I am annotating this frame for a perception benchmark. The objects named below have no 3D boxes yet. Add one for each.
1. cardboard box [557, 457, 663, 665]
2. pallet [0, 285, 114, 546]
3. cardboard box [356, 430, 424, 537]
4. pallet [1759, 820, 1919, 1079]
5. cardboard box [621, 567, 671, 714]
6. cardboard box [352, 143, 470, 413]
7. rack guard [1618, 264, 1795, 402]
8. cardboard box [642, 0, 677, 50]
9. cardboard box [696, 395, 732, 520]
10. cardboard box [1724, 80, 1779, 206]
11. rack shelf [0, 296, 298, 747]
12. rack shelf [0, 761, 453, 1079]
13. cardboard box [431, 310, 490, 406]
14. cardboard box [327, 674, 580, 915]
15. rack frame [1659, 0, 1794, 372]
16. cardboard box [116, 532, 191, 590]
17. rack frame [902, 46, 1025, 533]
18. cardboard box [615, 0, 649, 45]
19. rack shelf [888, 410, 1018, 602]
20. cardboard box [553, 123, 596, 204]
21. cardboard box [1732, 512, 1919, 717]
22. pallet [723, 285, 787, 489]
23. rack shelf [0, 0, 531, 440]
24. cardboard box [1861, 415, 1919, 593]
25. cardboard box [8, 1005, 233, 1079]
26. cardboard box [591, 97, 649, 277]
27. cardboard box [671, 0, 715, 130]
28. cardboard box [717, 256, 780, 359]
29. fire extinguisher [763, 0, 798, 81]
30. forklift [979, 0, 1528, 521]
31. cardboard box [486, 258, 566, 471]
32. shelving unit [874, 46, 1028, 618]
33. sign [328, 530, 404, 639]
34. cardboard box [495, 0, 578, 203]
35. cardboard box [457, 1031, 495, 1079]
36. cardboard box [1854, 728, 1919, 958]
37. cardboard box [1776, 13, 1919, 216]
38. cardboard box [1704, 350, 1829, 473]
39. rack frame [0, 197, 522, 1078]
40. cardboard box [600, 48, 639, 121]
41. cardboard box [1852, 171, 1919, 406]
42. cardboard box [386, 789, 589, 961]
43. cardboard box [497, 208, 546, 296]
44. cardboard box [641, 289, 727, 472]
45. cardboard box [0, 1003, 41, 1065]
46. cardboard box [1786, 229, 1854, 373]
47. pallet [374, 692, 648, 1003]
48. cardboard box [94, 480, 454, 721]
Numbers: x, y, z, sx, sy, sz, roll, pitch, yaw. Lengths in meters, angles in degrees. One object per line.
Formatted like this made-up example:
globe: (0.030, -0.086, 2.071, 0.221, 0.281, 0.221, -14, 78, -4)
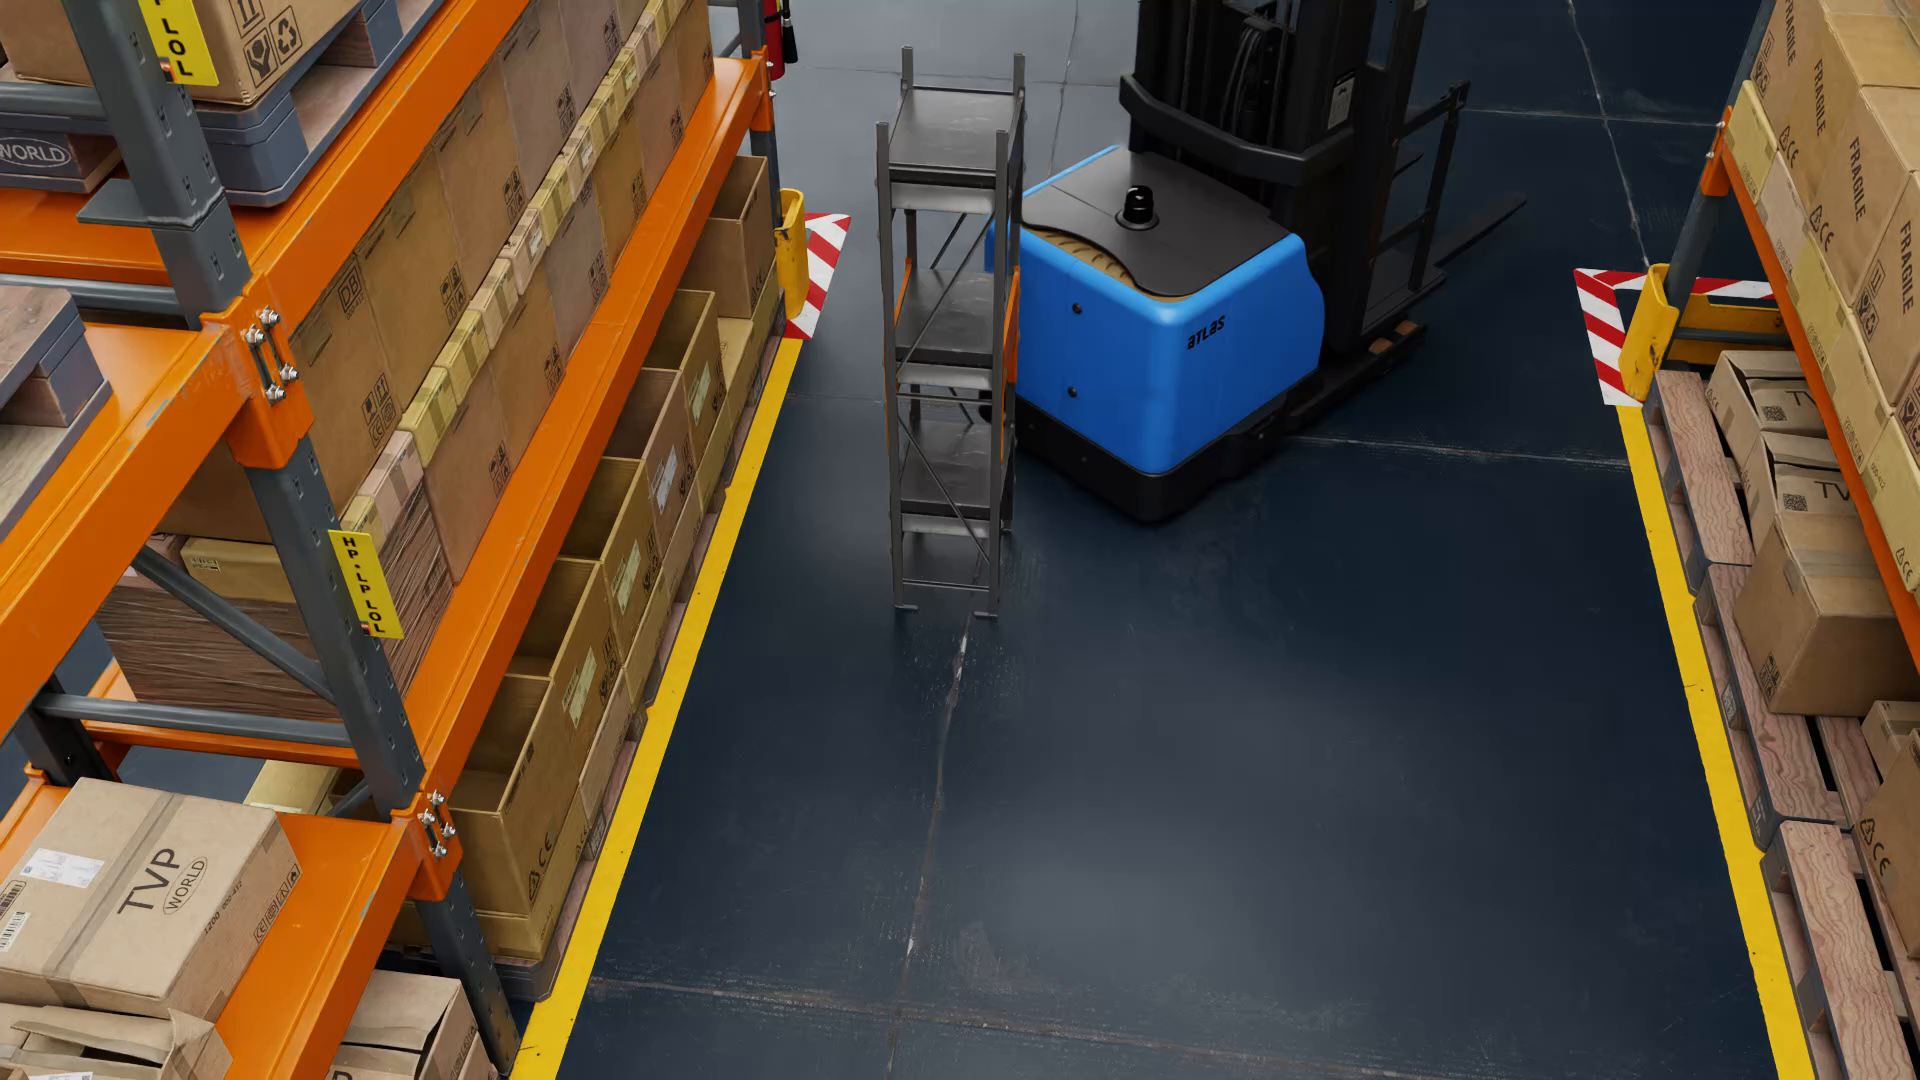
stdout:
cardboard box: (-1.349, 0.055, 5.659, 0.500, 0.500, 0.500, 5, 44, 6)
pallet: (-1.957, 0.033, 2.491, 0.805, 0.209, 1.217, 4, 44, 4)
cardboard box: (-1.592, -0.158, 4.191, 0.380, 0.149, 0.250, 6, 44, 6)
pallet: (3.112, 1.450, 5.065, 1.003, 0.211, 1.213, 5, 44, 6)
cardboard box: (-1.349, 0.327, 5.917, 0.500, 0.250, 0.500, 5, 44, 6)
cardboard box: (-1.735, -0.704, 4.296, 0.700, 0.500, 0.500, 5, 44, 5)
rack guard: (3.577, -0.868, 7.303, 1.175, 0.500, 0.348, 5, 44, 6)
cardboard box: (-1.253, -1.917, 6.048, 0.380, 0.149, 0.250, 5, 44, 5)
cardboard box: (-1.221, -0.354, 6.637, 0.500, 0.250, 0.500, 5, 44, 6)
cardboard box: (3.208, -1.477, 6.223, 0.500, 0.250, 0.500, 4, 44, 4)
rack shelf: (-2.117, 0.986, 1.869, 1.077, 0.370, 4.000, 5, 44, 6)
rack shelf: (-2.117, 2.075, 2.900, 1.077, 0.370, 4.000, 5, 44, 6)
cardboard box: (-1.527, -0.513, 4.565, 0.380, 0.149, 0.250, 5, 44, 5)
cardboard box: (-1.481, 0.737, 4.939, 0.500, 0.500, 0.500, 5, 44, 6)
rack frame: (3.587, -1.828, 6.499, 1.000, 3.000, 0.127, 5, 44, 6)
cardboard box: (-2.029, -0.026, 4.051, 0.380, 0.149, 0.250, 5, 44, 5)
rack frame: (0.010, -0.816, 6.085, 0.400, 2.100, 0.015, 5, 44, 6)
cardboard box: (-1.469, -2.071, 5.739, 0.700, 0.500, 0.500, 4, 44, 4)
rack shelf: (-0.022, -0.131, 6.400, 0.431, 0.518, 0.480, 5, 44, 6)
cardboard box: (-1.389, -1.212, 5.304, 0.380, 0.149, 0.250, 5, 44, 5)
cardboard box: (3.184, 0.268, 5.784, 0.700, 0.500, 0.500, 3, 44, 3)
pallet: (-1.384, -0.738, 7.376, 1.003, 0.211, 1.213, 5, 44, 6)
rack shelf: (-1.588, -1.740, 4.748, 1.077, 0.370, 4.000, 5, 44, 6)
cardboard box: (2.945, -0.088, 4.756, 0.500, 0.250, 0.500, 5, 44, 5)
cardboard box: (-1.787, 1.115, 3.488, 0.396, 0.266, 0.258, 4, 44, 4)
cardboard box: (-1.534, -1.299, 5.867, 0.700, 0.500, 0.500, 6, 44, 6)
cardboard box: (-1.398, -1.995, 6.602, 0.700, 0.500, 0.500, 5, 44, 6)
cardboard box: (-1.102, -1.037, 7.358, 0.500, 0.250, 0.500, 5, 44, 6)
fire extinguisher: (-0.848, -2.286, 7.039, 0.296, 0.674, 0.183, 5, 44, 6)
forklift: (1.491, -2.043, 6.776, 3.031, 2.935, 1.130, -34, 53, -30)
cardboard box: (-1.667, -0.590, 5.119, 0.700, 0.500, 0.500, 6, 44, 6)
shelving unit: (-0.022, -0.650, 5.909, 0.431, 2.100, 0.503, 5, 44, 6)
sign: (-1.314, 0.102, 3.676, 0.100, 0.325, 0.005, 5, 44, 6)
cardboard box: (-1.601, -1.386, 5.016, 0.700, 0.500, 0.500, 5, 44, 6)
cardboard box: (-1.620, 1.606, 4.567, 0.500, 0.250, 0.500, 5, 44, 5)
cardboard box: (3.156, 0.935, 5.079, 0.500, 0.500, 0.500, 2, 43, 2)
cardboard box: (3.150, -1.419, 5.616, 0.500, 0.500, 0.500, 5, 44, 6)
cardboard box: (3.406, -0.548, 6.782, 0.500, 0.311, 0.500, 1, 43, 1)
rack frame: (-1.853, 0.451, 4.092, 1.000, 3.000, 0.127, 5, 44, 6)
cardboard box: (-1.322, -1.567, 5.678, 0.380, 0.149, 0.250, 6, 44, 7)
cardboard box: (3.020, -0.714, 4.872, 0.500, 0.500, 0.500, 6, 44, 7)
cardboard box: (-1.491, 1.008, 5.198, 0.500, 0.250, 0.500, 5, 44, 6)
cardboard box: (-1.459, -0.865, 4.938, 0.380, 0.149, 0.250, 4, 44, 4)
cardboard box: (-1.218, -0.626, 6.379, 0.500, 0.500, 0.500, 5, 44, 6)
cardboard box: (-2.173, 1.127, 3.561, 0.380, 0.149, 0.250, 5, 44, 6)
cardboard box: (3.080, -0.775, 5.481, 0.500, 0.250, 0.500, 5, 44, 5)
pallet: (-1.706, 0.925, 5.620, 1.003, 0.211, 1.213, 5, 44, 6)
cardboard box: (-1.800, 0.111, 4.378, 0.700, 0.500, 0.500, 4, 44, 4)
